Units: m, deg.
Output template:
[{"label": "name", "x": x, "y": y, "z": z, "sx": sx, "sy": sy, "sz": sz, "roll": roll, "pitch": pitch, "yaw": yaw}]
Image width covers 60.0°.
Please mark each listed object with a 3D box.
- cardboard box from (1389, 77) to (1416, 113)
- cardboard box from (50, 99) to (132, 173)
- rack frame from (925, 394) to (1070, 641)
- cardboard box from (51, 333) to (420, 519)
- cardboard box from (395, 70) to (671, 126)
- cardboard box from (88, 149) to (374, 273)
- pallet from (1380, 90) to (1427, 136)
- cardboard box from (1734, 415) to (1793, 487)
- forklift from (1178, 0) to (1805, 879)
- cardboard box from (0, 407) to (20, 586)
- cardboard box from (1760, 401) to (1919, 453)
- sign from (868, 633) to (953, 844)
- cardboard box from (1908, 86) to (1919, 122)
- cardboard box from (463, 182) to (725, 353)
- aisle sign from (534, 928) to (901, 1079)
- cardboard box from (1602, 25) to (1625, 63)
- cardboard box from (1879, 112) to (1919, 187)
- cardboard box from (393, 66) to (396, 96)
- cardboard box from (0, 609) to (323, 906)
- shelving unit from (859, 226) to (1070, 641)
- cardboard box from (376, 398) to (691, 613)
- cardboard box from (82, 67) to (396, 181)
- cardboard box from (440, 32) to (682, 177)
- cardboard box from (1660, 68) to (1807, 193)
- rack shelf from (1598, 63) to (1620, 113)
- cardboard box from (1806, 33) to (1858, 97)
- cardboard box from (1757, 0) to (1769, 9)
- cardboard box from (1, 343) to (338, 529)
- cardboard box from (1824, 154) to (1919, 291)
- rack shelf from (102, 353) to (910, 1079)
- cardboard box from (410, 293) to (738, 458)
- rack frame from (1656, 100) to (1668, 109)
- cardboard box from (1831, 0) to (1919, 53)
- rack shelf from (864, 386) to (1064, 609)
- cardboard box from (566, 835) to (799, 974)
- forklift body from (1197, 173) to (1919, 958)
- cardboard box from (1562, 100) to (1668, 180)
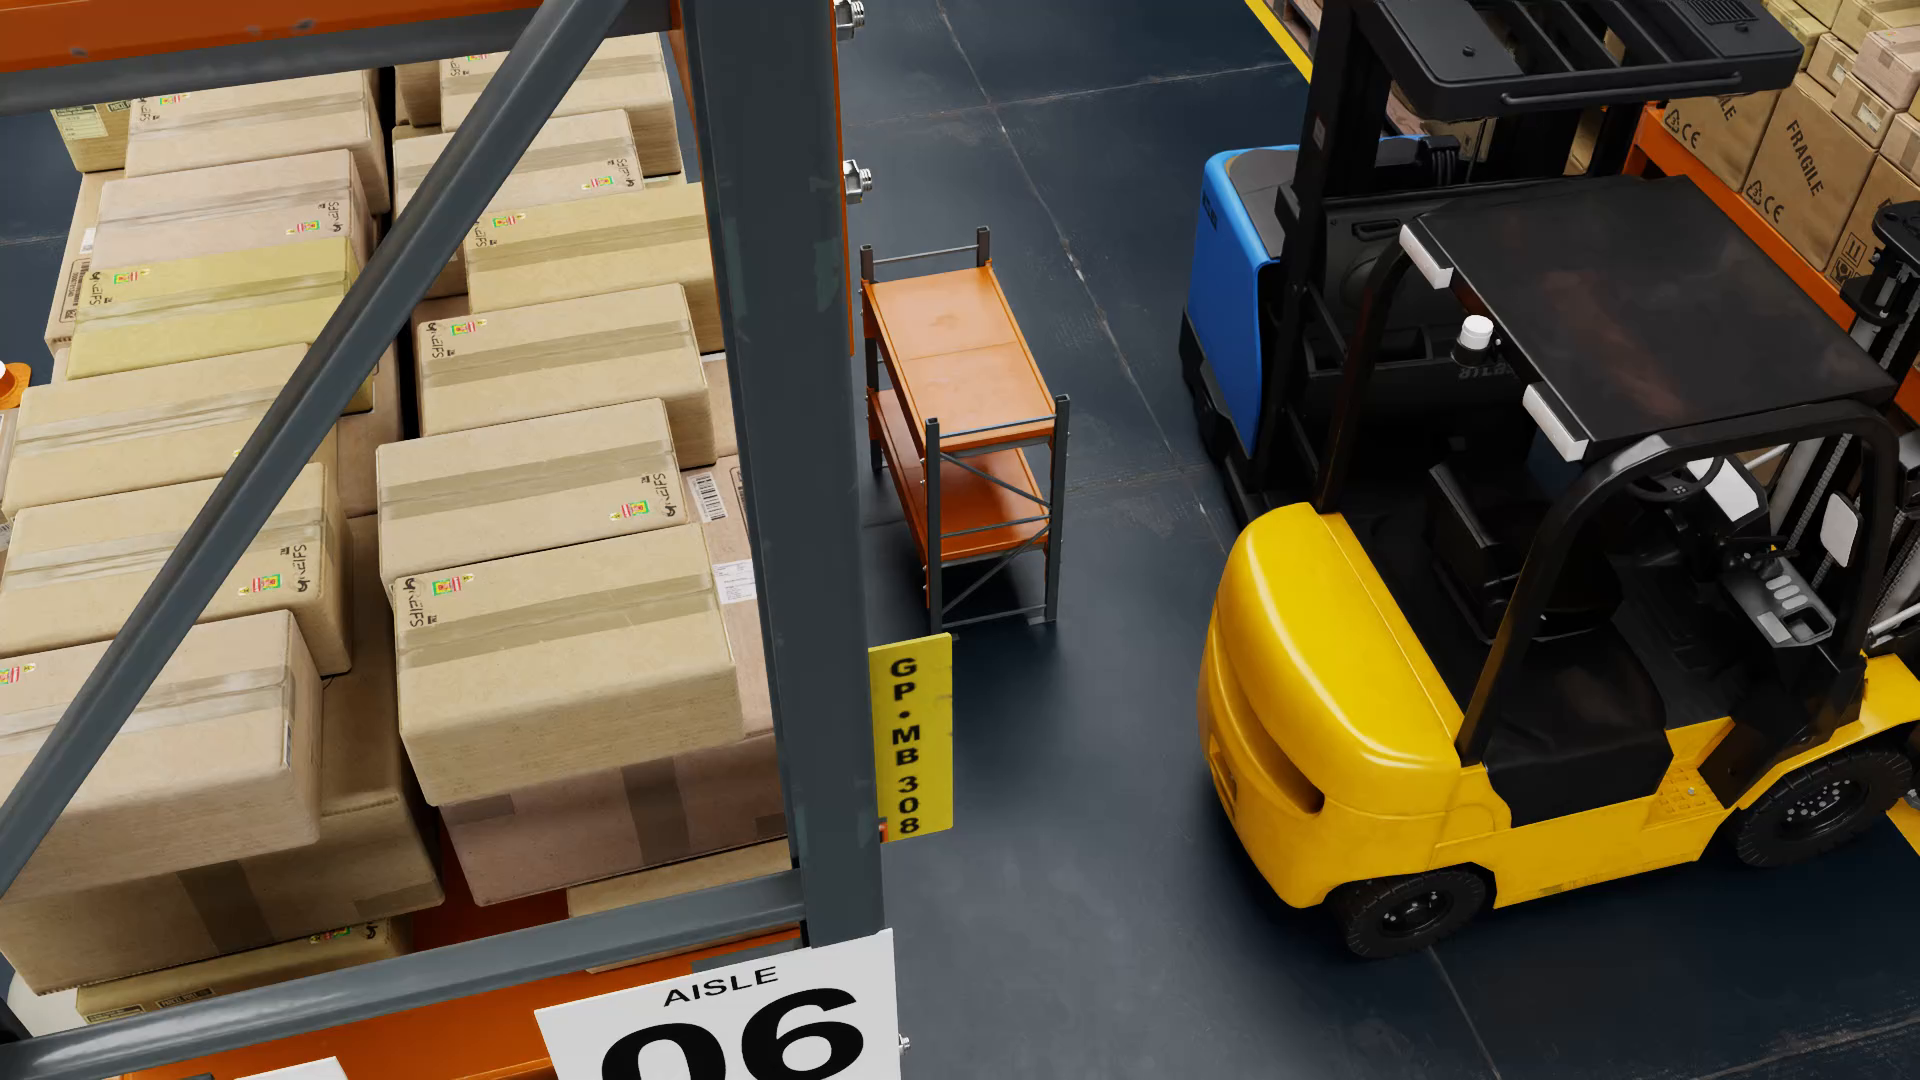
[{"label": "cardboard box", "x": 2.662, "y": -2.732, "z": 8.696, "sx": 0.875, "sy": 0.625, "sz": 0.625, "roll": -12, "pitch": 47, "yaw": -12}, {"label": "cardboard box", "x": -1.379, "y": -0.804, "z": 2.955, "sx": 0.380, "sy": 0.149, "sz": 0.250, "roll": -10, "pitch": 46, "yaw": -9}, {"label": "rack frame", "x": 0.128, "y": -0.047, "z": 6.009, "sx": 0.500, "sy": 1.125, "sz": 0.032, "roll": -11, "pitch": 47, "yaw": -10}, {"label": "cardboard box", "x": -1.088, "y": -0.086, "z": 2.531, "sx": 0.500, "sy": 0.250, "sz": 0.500, "roll": -11, "pitch": 47, "yaw": -11}, {"label": "cardboard box", "x": -0.841, "y": -0.887, "z": 3.315, "sx": 0.500, "sy": 0.250, "sz": 0.500, "roll": -10, "pitch": 46, "yaw": -9}, {"label": "cardboard box", "x": -1.136, "y": -0.464, "z": 2.622, "sx": 0.380, "sy": 0.149, "sz": 0.250, "roll": -11, "pitch": 47, "yaw": -10}, {"label": "pallet", "x": 2.650, "y": -2.372, "z": 8.927, "sx": 1.003, "sy": 0.211, "sz": 1.213, "roll": -11, "pitch": 47, "yaw": -10}, {"label": "cardboard box", "x": 3.266, "y": -0.275, "z": 6.200, "sx": 0.500, "sy": 0.250, "sz": 0.500, "roll": -11, "pitch": 47, "yaw": -11}, {"label": "forklift", "x": 1.735, "y": -0.882, "z": 5.563, "sx": 1.130, "sy": 2.935, "sz": 3.031, "roll": -7, "pitch": 46, "yaw": -7}, {"label": "cardboard box", "x": -3.318, "y": -0.136, "z": 6.003, "sx": 0.500, "sy": 0.500, "sz": 0.500, "roll": -11, "pitch": 47, "yaw": -10}, {"label": "cardboard box", "x": 3.272, "y": -0.449, "z": 6.021, "sx": 0.500, "sy": 0.250, "sz": 0.500, "roll": -9, "pitch": 46, "yaw": -9}, {"label": "sign", "x": -0.057, "y": 0.214, "z": 1.728, "sx": 0.100, "sy": 0.325, "sz": 0.005, "roll": -11, "pitch": 47, "yaw": -10}, {"label": "cardboard box", "x": 3.274, "y": -1.385, "z": 5.275, "sx": 0.380, "sy": 0.149, "sz": 0.250, "roll": -11, "pitch": 47, "yaw": -11}, {"label": "cardboard box", "x": -0.552, "y": -0.396, "z": 2.555, "sx": 0.380, "sy": 0.149, "sz": 0.250, "roll": -11, "pitch": 47, "yaw": -10}, {"label": "aisle sign", "x": -0.266, "y": 0.746, "z": 2.099, "sx": 0.394, "sy": 0.787, "sz": 0.004, "roll": -11, "pitch": 47, "yaw": -10}, {"label": "cardboard box", "x": 2.810, "y": -2.250, "z": 6.960, "sx": 0.500, "sy": 0.250, "sz": 0.500, "roll": -10, "pitch": 46, "yaw": -9}, {"label": "cardboard box", "x": 3.238, "y": -1.278, "z": 5.378, "sx": 0.380, "sy": 0.149, "sz": 0.250, "roll": -11, "pitch": 47, "yaw": -11}, {"label": "cardboard box", "x": -1.496, "y": -1.086, "z": 3.789, "sx": 0.380, "sy": 0.149, "sz": 0.250, "roll": -12, "pitch": 47, "yaw": -12}, {"label": "cardboard box", "x": -0.953, "y": 0.249, "z": 1.923, "sx": 0.380, "sy": 0.149, "sz": 0.250, "roll": -10, "pitch": 46, "yaw": -10}, {"label": "shelving unit", "x": -0.002, "y": -0.398, "z": 6.353, "sx": 0.538, "sy": 1.125, "sz": 1.048, "roll": -11, "pitch": 47, "yaw": -10}, {"label": "cardboard box", "x": -0.555, "y": -0.025, "z": 2.192, "sx": 0.380, "sy": 0.149, "sz": 0.250, "roll": -11, "pitch": 47, "yaw": -10}, {"label": "cardboard box", "x": -1.369, "y": -0.789, "z": 3.220, "sx": 0.500, "sy": 0.250, "sz": 0.500, "roll": -10, "pitch": 46, "yaw": -10}, {"label": "cardboard box", "x": -0.696, "y": -0.745, "z": 2.897, "sx": 0.380, "sy": 0.149, "sz": 0.250, "roll": -10, "pitch": 46, "yaw": -9}, {"label": "cardboard box", "x": 3.053, "y": -1.683, "z": 6.229, "sx": 0.500, "sy": 0.500, "sz": 0.500, "roll": -12, "pitch": 47, "yaw": -11}, {"label": "rack shelf", "x": 2.680, "y": -3.131, "z": 8.222, "sx": 1.077, "sy": 0.370, "sz": 4.000, "roll": -11, "pitch": 47, "yaw": -10}, {"label": "cardboard box", "x": 3.181, "y": -1.643, "z": 5.736, "sx": 0.380, "sy": 0.149, "sz": 0.250, "roll": -11, "pitch": 47, "yaw": -10}, {"label": "cardboard box", "x": 3.019, "y": -1.996, "z": 6.082, "sx": 0.380, "sy": 0.149, "sz": 0.250, "roll": -11, "pitch": 47, "yaw": -11}, {"label": "cardboard box", "x": -1.065, "y": -0.109, "z": 2.274, "sx": 0.380, "sy": 0.149, "sz": 0.250, "roll": -11, "pitch": 47, "yaw": -11}, {"label": "cardboard box", "x": 3.333, "y": -0.977, "z": 5.538, "sx": 0.500, "sy": 0.500, "sz": 0.500, "roll": -11, "pitch": 47, "yaw": -11}, {"label": "rack shelf", "x": -1.093, "y": -0.510, "z": 3.553, "sx": 1.077, "sy": 0.370, "sz": 4.000, "roll": -11, "pitch": 47, "yaw": -10}, {"label": "cardboard box", "x": -0.572, "y": -0.177, "z": 2.620, "sx": 0.500, "sy": 0.250, "sz": 0.500, "roll": -11, "pitch": 47, "yaw": -11}, {"label": "rack frame", "x": 3.192, "y": -2.002, "z": 6.612, "sx": 1.000, "sy": 3.000, "sz": 0.127, "roll": -11, "pitch": 47, "yaw": -10}, {"label": "cardboard box", "x": 3.215, "y": -1.756, "z": 5.638, "sx": 0.380, "sy": 0.149, "sz": 0.250, "roll": -11, "pitch": 47, "yaw": -11}, {"label": "rack shelf", "x": -0.002, "y": -0.227, "z": 6.527, "sx": 0.538, "sy": 0.278, "sz": 1.000, "roll": -11, "pitch": 47, "yaw": -10}, {"label": "cardboard box", "x": -0.352, "y": 0.419, "z": 2.315, "sx": 0.380, "sy": 0.149, "sz": 0.250, "roll": -11, "pitch": 47, "yaw": -10}, {"label": "forklift body", "x": 1.967, "y": 0.081, "z": 5.165, "sx": 2.313, "sy": 2.155, "sz": 1.214, "roll": -11, "pitch": 47, "yaw": -10}, {"label": "cardboard box", "x": 3.047, "y": -1.676, "z": 7.661, "sx": 0.875, "sy": 0.625, "sz": 0.625, "roll": -9, "pitch": 46, "yaw": -9}]
